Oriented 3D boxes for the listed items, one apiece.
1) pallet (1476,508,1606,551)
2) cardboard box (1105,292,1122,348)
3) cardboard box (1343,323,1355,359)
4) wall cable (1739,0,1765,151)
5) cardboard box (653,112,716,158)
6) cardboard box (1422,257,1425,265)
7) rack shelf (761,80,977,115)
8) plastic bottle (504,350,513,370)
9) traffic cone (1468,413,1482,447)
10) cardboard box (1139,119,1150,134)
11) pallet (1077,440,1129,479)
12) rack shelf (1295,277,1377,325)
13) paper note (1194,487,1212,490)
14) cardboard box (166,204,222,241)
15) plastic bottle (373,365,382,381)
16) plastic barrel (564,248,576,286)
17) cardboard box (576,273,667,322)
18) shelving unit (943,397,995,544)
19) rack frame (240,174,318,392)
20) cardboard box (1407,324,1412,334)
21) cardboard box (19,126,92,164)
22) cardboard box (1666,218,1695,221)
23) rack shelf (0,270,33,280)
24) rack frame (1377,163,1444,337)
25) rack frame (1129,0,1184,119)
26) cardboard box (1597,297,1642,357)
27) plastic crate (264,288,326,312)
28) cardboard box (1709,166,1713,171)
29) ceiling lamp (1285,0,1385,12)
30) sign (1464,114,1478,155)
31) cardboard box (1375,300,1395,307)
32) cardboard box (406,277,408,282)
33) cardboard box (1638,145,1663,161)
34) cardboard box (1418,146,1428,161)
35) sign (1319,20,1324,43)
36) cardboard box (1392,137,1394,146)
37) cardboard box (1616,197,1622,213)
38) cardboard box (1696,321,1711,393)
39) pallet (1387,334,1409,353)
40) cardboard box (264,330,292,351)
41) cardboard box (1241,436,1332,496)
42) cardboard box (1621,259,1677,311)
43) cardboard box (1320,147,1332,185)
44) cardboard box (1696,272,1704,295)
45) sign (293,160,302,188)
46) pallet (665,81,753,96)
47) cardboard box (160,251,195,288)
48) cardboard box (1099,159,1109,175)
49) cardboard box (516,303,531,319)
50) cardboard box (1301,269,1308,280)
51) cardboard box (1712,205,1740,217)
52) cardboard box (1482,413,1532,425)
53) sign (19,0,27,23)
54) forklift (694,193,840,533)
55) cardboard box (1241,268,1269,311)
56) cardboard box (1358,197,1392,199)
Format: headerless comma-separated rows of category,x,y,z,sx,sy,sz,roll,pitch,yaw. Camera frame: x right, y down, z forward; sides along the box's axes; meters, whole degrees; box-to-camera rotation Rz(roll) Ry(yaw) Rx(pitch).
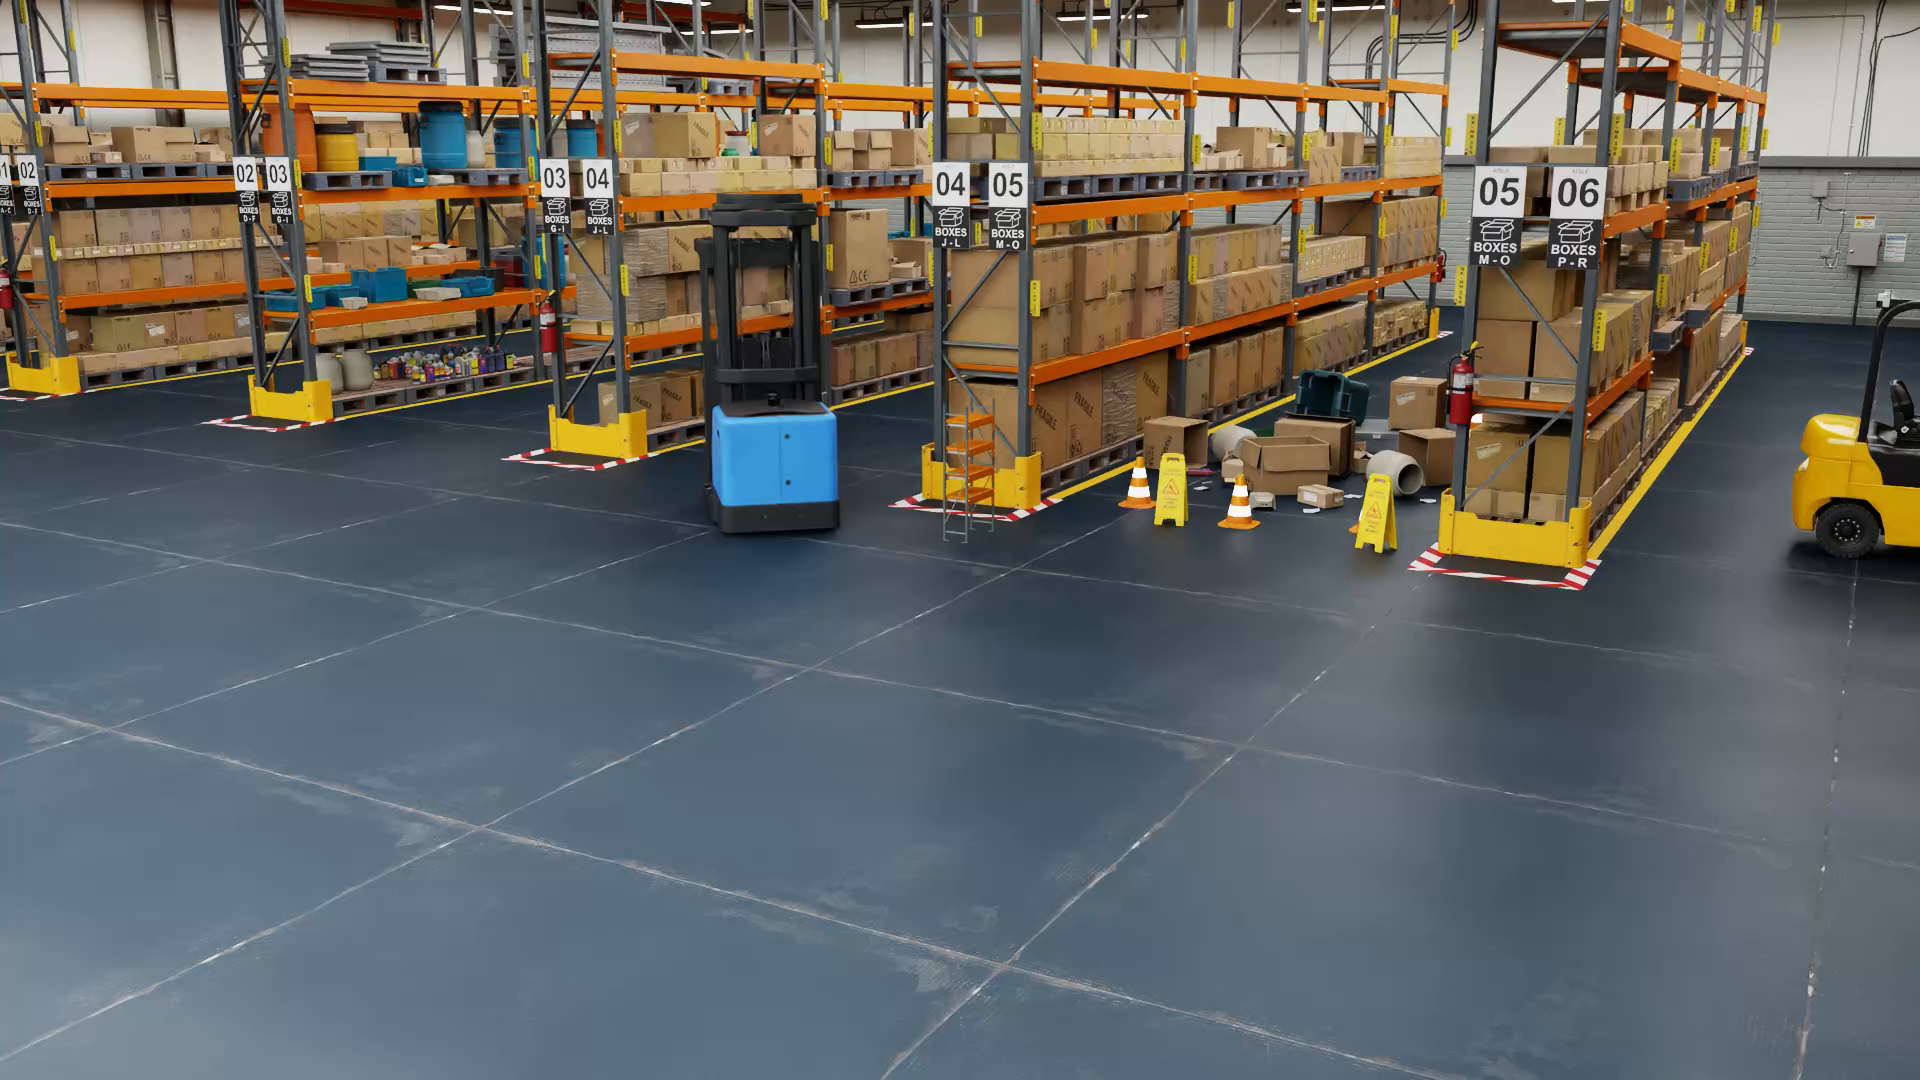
pallet,5.055,-0.129,14.620,1.003,0.211,1.213,7,15,28
cardboard box,1.200,-2.330,17.480,0.875,0.550,0.500,7,15,28
cardboard box,5.628,-3.012,25.065,0.500,0.500,0.500,7,15,27
wall cable,14.833,-8.705,31.440,0.463,3.000,0.029,7,15,28
cardboard box,-3.126,-4.598,18.891,0.500,0.500,0.500,7,15,28
cardboard box,7.776,-4.808,28.615,0.380,0.149,0.250,7,15,27
rack shelf,-1.180,-6.033,22.745,1.077,0.370,4.000,7,15,28
plastic bottle,-6.426,-2.569,23.645,0.061,0.283,0.133,8,16,31
traffic cone,5.902,-1.307,18.968,0.336,0.463,0.334,7,15,28
cardboard box,1.760,-4.325,17.398,0.380,0.149,0.250,7,15,28
pallet,1.121,-0.913,17.872,1.003,0.211,1.213,7,15,28
rack shelf,5.047,-3.549,24.388,1.077,0.370,4.000,7,15,28
paper note,2.437,-0.523,16.643,0.142,0.017,0.144,-12,18,-40
cardboard box,-11.512,-4.754,24.873,0.700,0.500,0.500,7,15,28
plastic bottle,-7.912,-2.271,22.584,0.097,0.201,0.097,0,14,0
plastic barrel,-5.828,-4.049,24.638,0.433,0.535,0.433,0,14,0
cardboard box,-3.791,-2.732,18.619,0.875,0.500,0.500,7,15,28
shelving unit,0.080,-0.617,14.534,0.258,1.200,0.503,7,15,28
rack frame,-8.416,-2.991,20.539,1.000,3.000,0.127,7,15,28
cardboard box,7.460,-3.596,28.235,0.380,0.149,0.250,7,15,26
cardboard box,-12.469,-5.451,22.927,0.797,0.503,0.637,9,16,32
cardboard box,10.382,-4.431,24.168,0.500,0.500,0.500,7,15,28
rack shelf,-16.122,-4.174,26.981,1.077,0.370,4.000,7,15,28
rack frame,7.947,-5.129,29.410,1.000,3.000,0.127,7,15,28
rack frame,3.654,-8.629,31.124,1.000,3.000,0.127,7,15,28
cardboard box,6.042,-1.988,15.531,0.500,0.500,0.500,8,16,30
plastic crate,-8.436,-3.055,21.123,0.499,0.251,0.616,7,15,28
cardboard box,9.613,-4.913,21.713,0.380,0.166,0.250,9,16,33
ceiling lamp,7.171,-11.730,31.532,2.000,3.185,0.800,7,15,28
sign,4.119,-3.262,13.376,0.100,0.325,0.005,7,15,28
cardboard box,7.369,-4.098,29.048,0.380,0.149,0.250,8,16,29
cardboard box,-11.915,-5.403,34.237,0.750,0.750,0.750,8,16,30
cardboard box,6.508,-3.699,15.912,0.380,0.149,0.250,7,15,27
cardboard box,7.451,-6.425,27.635,0.500,0.250,0.500,8,16,29
sign,5.548,-7.783,25.455,0.100,0.325,0.005,7,15,28
cardboard box,6.599,-6.273,26.156,0.380,0.149,0.250,7,15,27
cardboard box,5.469,-2.897,14.286,0.380,0.149,0.250,7,15,26
cardboard box,9.304,-2.434,21.867,0.875,0.875,0.875,8,15,29
pallet,6.896,-3.346,27.963,1.003,0.211,1.213,7,15,28
cardboard box,-10.850,-3.121,26.049,0.500,0.250,0.500,7,15,28
cardboard box,3.228,-0.740,16.531,0.797,0.503,0.637,-3,14,-11
cardboard box,7.248,-2.691,17.553,0.500,0.500,0.500,7,15,28
cardboard box,4.824,-5.185,23.028,0.500,0.500,0.500,7,15,28
cardboard box,8.923,-3.194,20.636,0.500,0.250,0.500,7,15,28
sign,-7.937,-4.390,19.924,0.100,0.325,0.005,7,15,28
pallet,-4.173,-7.407,27.312,1.213,0.211,1.003,7,15,28
cardboard box,-11.768,-4.014,24.568,0.700,0.500,0.500,8,16,30
cardboard box,1.269,-3.729,16.626,0.380,0.149,0.250,7,15,28
cardboard box,-8.165,-4.362,30.620,0.500,0.500,0.500,7,15,26
cardboard box,4.603,-3.694,23.096,0.380,0.149,0.250,8,16,31
cardboard box,11.300,-4.861,24.566,0.380,0.149,0.250,7,15,26
cardboard box,4.872,-1.131,14.811,0.380,0.149,0.250,8,16,30
sign,-12.268,-6.936,21.772,0.100,0.325,0.005,7,15,28
forklift,-1.892,-1.781,15.668,1.130,2.935,3.031,-3,14,-13
cardboard box,3.613,-3.209,21.231,0.500,0.500,0.500,7,15,27
cardboard box,6.989,-5.538,28.124,0.500,0.500,0.500,7,15,27
